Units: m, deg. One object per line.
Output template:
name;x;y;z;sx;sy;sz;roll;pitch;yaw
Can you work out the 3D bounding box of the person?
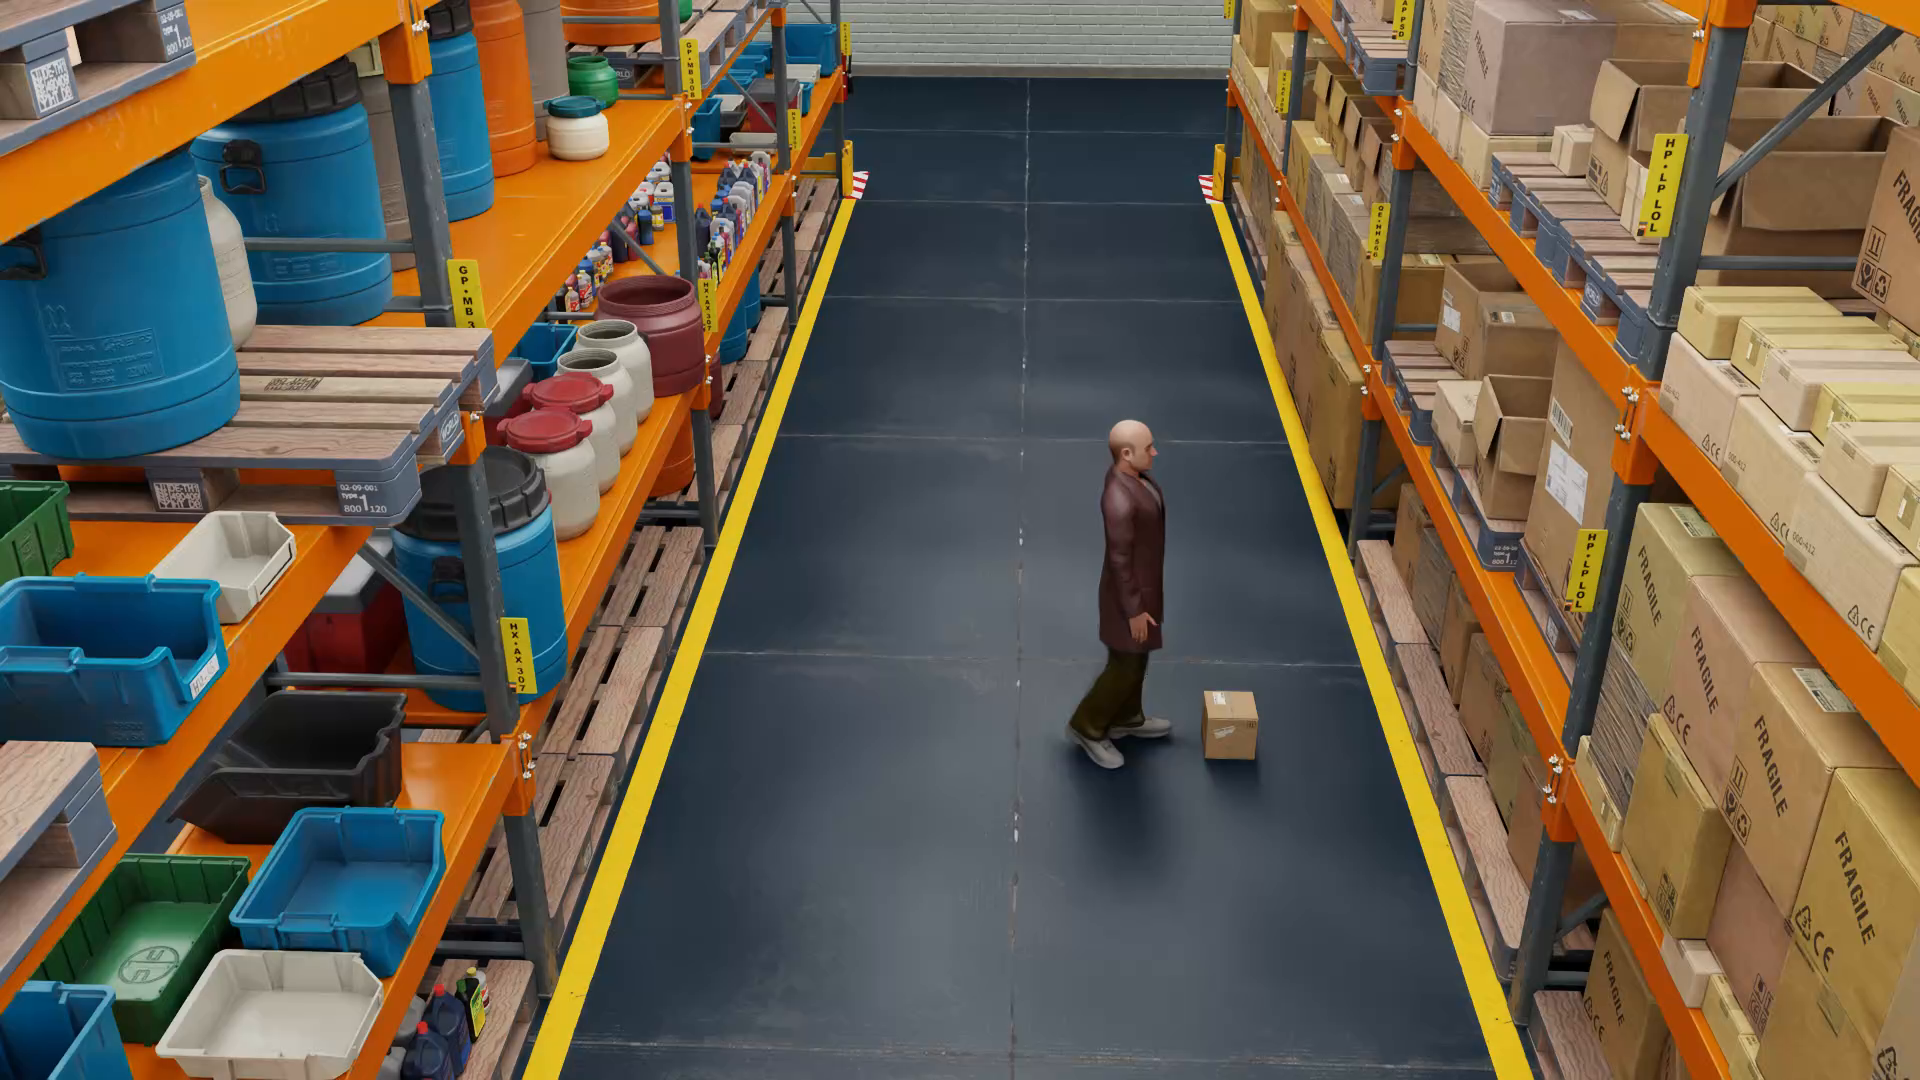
person;0.811;0.248;8.132;0.540;1.777;0.631;4;28;8
